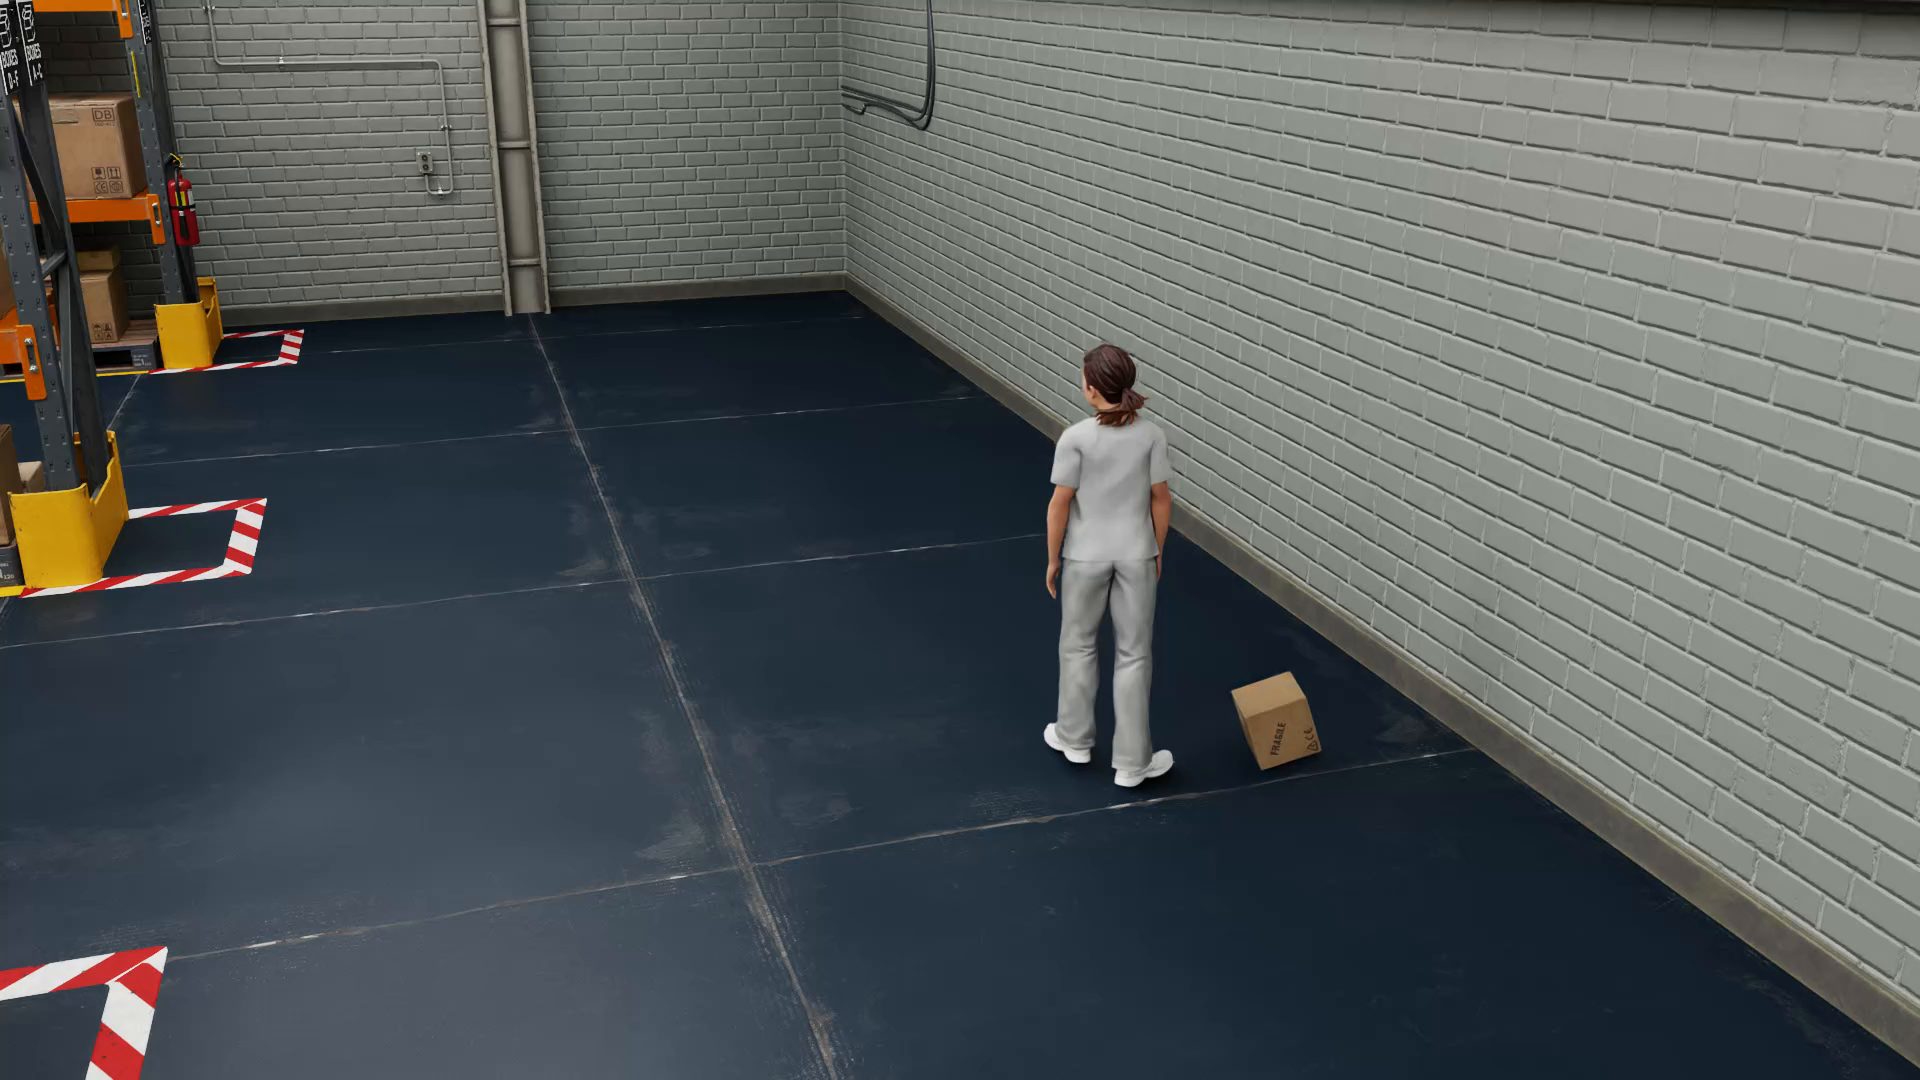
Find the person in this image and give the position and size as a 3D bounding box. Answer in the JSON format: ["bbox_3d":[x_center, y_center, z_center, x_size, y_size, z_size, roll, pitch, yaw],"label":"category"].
[{"bbox_3d":[0.576,0.094,6.294,0.508,1.675,0.540,-1,19,-2],"label":"person"}]
